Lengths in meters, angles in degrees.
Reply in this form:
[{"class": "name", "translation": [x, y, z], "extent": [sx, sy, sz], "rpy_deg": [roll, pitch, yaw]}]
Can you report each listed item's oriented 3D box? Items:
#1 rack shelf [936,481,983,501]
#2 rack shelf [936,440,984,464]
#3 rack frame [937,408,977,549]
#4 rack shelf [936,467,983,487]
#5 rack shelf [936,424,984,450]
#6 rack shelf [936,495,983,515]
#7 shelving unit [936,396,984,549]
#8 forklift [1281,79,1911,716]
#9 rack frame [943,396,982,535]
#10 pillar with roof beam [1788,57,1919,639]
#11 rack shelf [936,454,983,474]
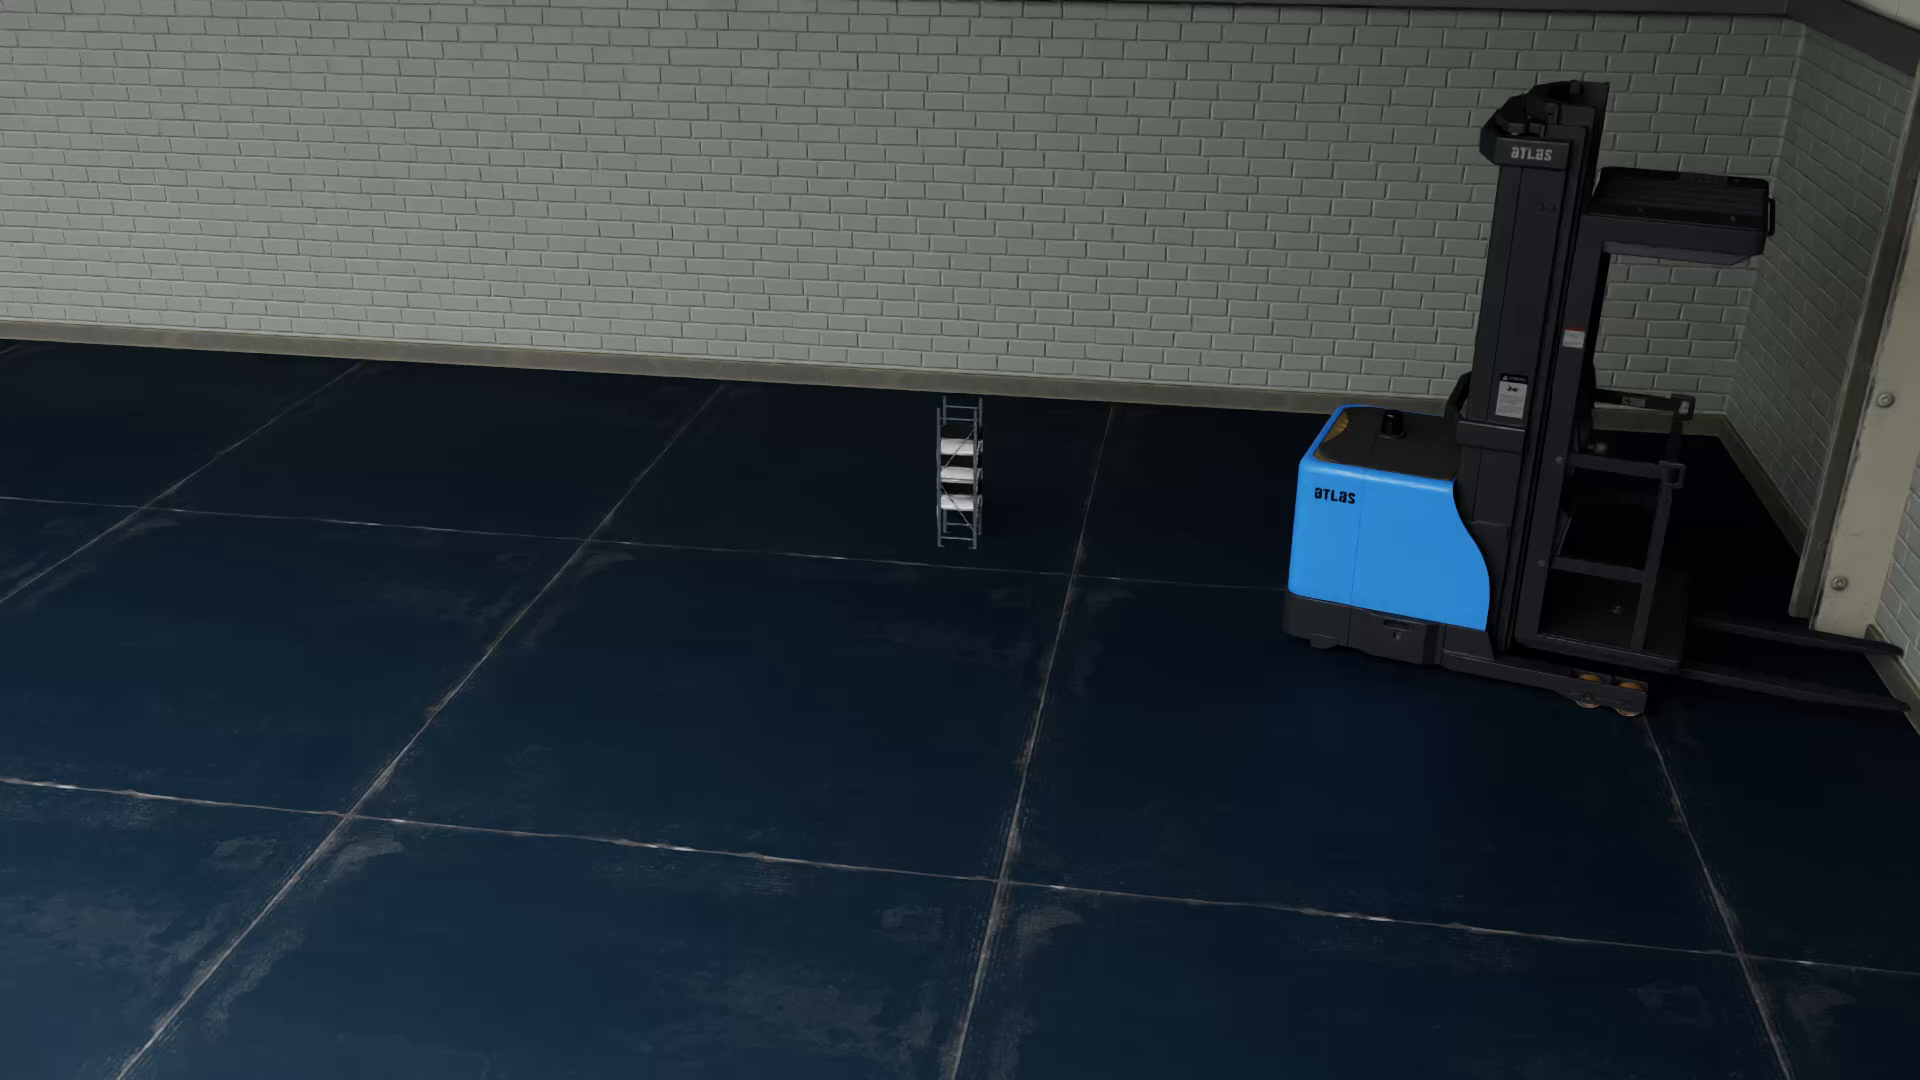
[{"class": "rack shelf", "translation": [-0.001, -0.292, 10.104], "extent": [0.258, 0.077, 0.200], "rpy_deg": [4, 25, 9]}, {"class": "rack shelf", "translation": [-0.001, -0.537, 9.990], "extent": [0.258, 0.077, 0.200], "rpy_deg": [4, 25, 9]}, {"class": "rack frame", "translation": [-0.018, -0.362, 9.961], "extent": [0.240, 0.900, 0.006], "rpy_deg": [4, 25, 9]}, {"class": "rack shelf", "translation": [-0.001, -0.374, 10.066], "extent": [0.258, 0.077, 0.200], "rpy_deg": [4, 25, 9]}, {"class": "rack shelf", "translation": [-0.001, -0.619, 9.952], "extent": [0.258, 0.077, 0.200], "rpy_deg": [4, 25, 9]}, {"class": "rack shelf", "translation": [-0.001, -0.211, 10.142], "extent": [0.258, 0.077, 0.200], "rpy_deg": [4, 25, 9]}, {"class": "shelving unit", "translation": [-0.001, -0.404, 10.052], "extent": [0.258, 0.900, 0.210], "rpy_deg": [4, 25, 9]}, {"class": "forklift", "translation": [3.314, -0.699, 8.286], "extent": [3.031, 2.935, 1.130], "rpy_deg": [11, 27, 22]}, {"class": "rack frame", "translation": [0.015, -0.447, 10.143], "extent": [0.240, 0.900, 0.006], "rpy_deg": [4, 25, 9]}, {"class": "pillar with roof beam", "translation": [0.542, -3.876, 7.915], "extent": [9.100, 9.000, 0.400], "rpy_deg": [4, 25, 9]}, {"class": "rack shelf", "translation": [-0.001, -0.455, 10.028], "extent": [0.258, 0.077, 0.200], "rpy_deg": [4, 25, 9]}]
